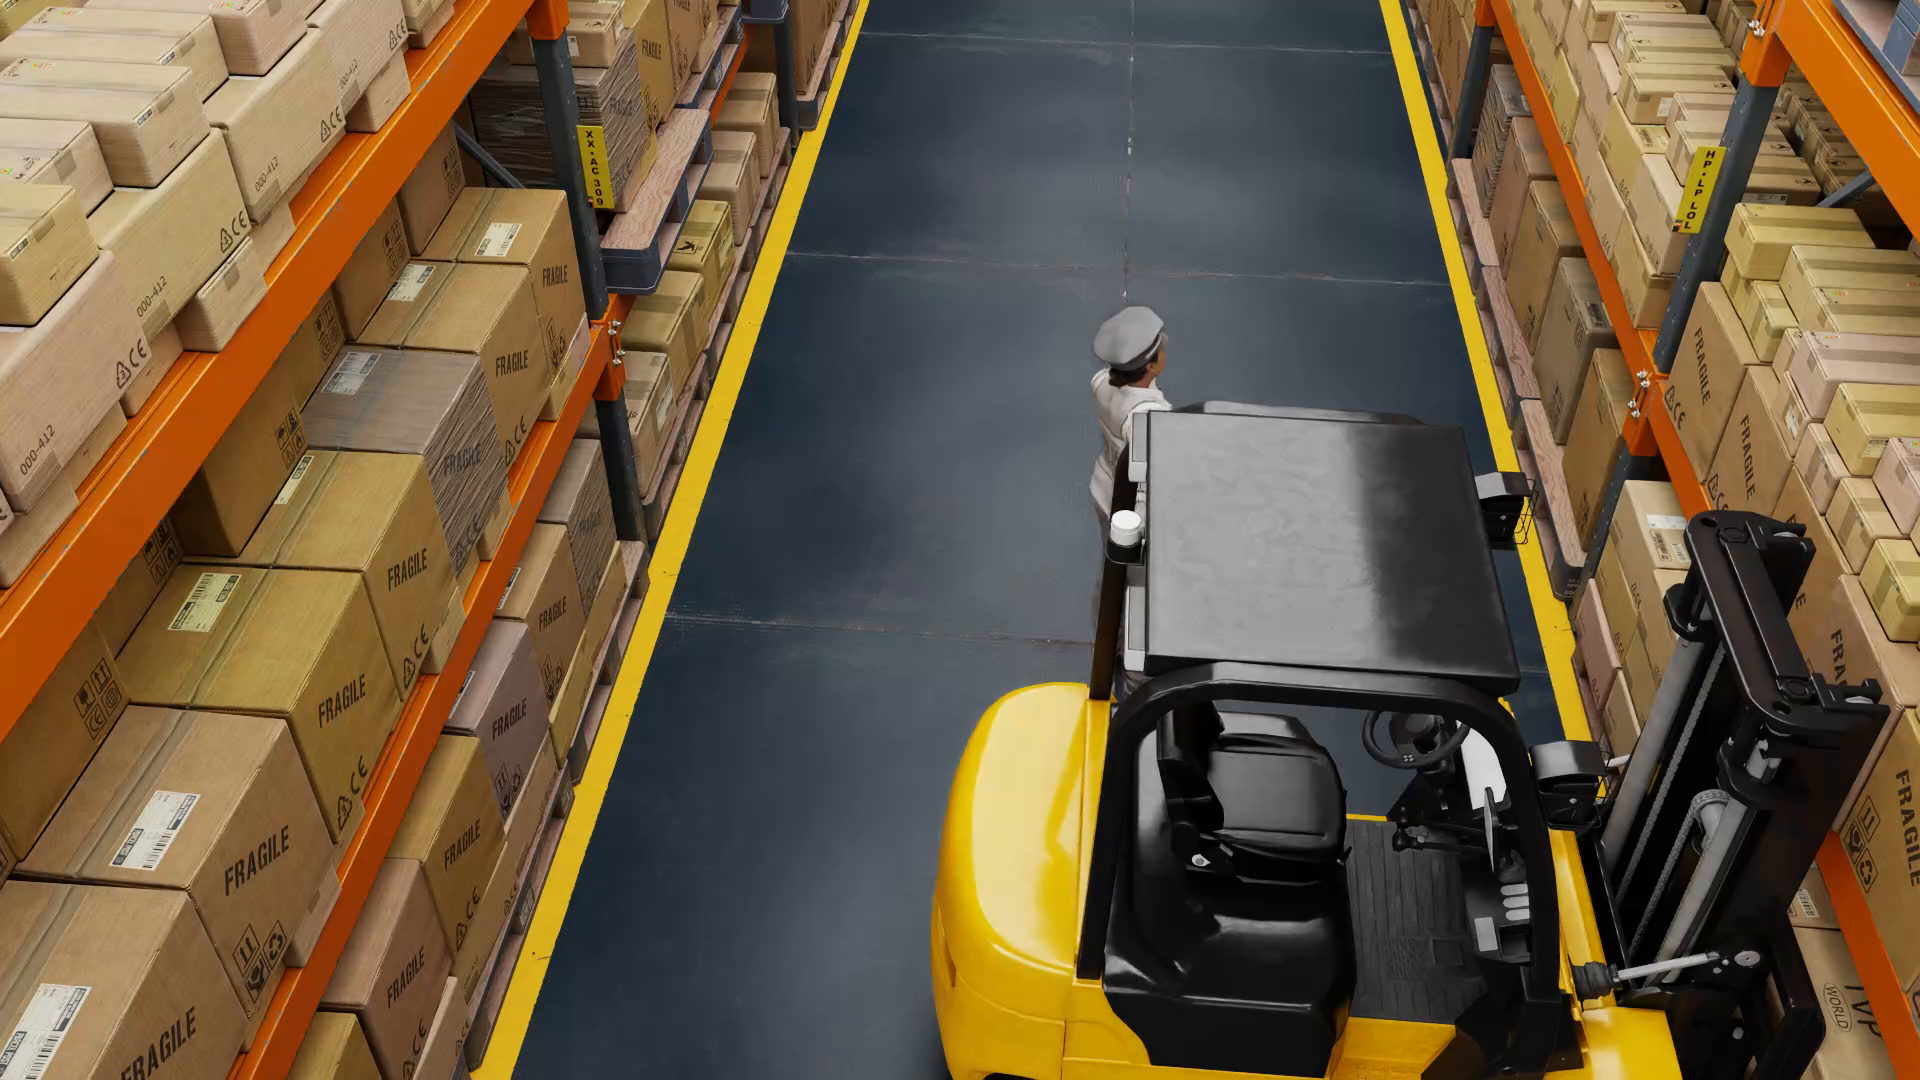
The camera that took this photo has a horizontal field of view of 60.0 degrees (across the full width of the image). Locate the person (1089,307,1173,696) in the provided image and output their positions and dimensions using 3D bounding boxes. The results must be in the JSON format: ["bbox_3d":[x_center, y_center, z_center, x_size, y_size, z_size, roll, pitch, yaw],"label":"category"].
[{"bbox_3d":[0.686,-0.126,6.260,0.452,1.702,0.539,-16,43,-18],"label":"person"}]
